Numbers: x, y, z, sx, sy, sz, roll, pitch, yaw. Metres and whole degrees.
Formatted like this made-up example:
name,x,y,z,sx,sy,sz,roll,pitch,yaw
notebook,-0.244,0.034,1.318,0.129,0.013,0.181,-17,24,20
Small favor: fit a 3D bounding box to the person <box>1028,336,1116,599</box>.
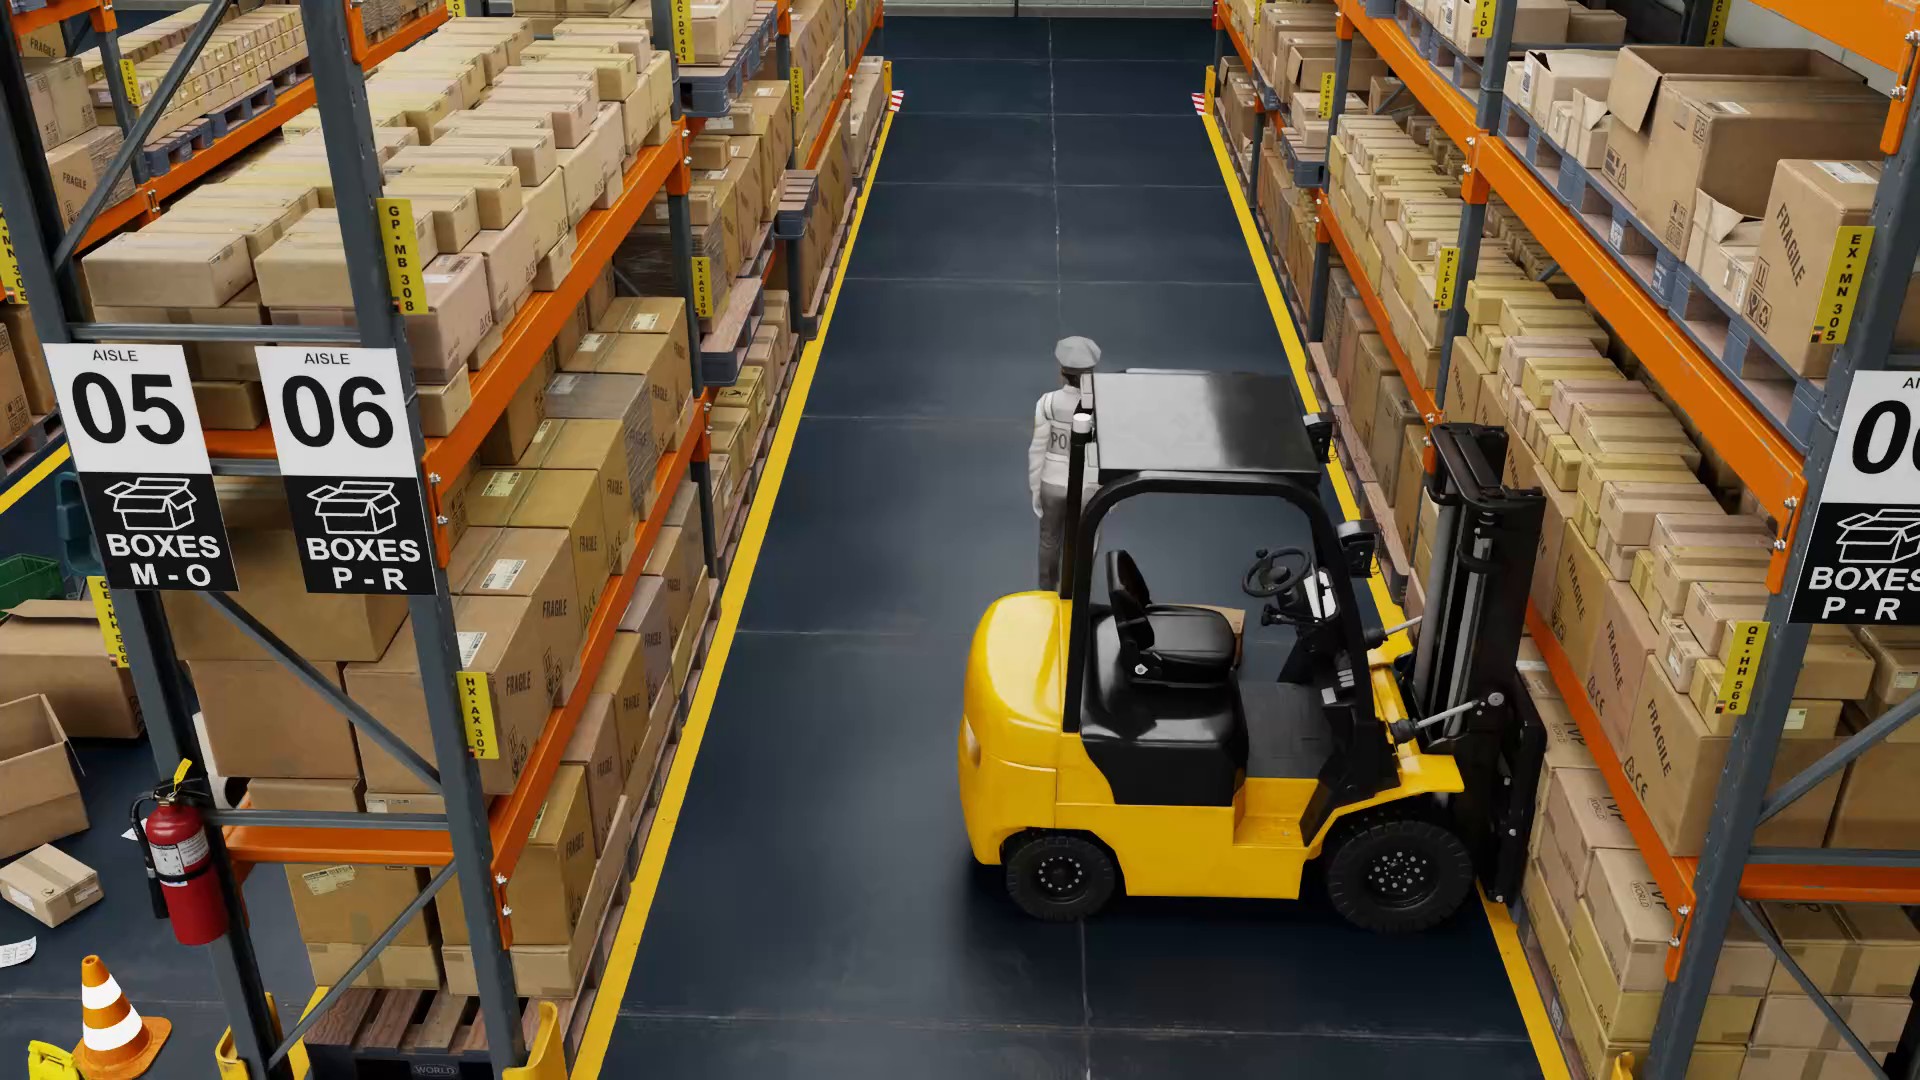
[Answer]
name,x,y,z,sx,sy,sz,roll,pitch,yaw
person,0.634,-0.295,9.151,0.554,1.648,0.916,7,29,13
